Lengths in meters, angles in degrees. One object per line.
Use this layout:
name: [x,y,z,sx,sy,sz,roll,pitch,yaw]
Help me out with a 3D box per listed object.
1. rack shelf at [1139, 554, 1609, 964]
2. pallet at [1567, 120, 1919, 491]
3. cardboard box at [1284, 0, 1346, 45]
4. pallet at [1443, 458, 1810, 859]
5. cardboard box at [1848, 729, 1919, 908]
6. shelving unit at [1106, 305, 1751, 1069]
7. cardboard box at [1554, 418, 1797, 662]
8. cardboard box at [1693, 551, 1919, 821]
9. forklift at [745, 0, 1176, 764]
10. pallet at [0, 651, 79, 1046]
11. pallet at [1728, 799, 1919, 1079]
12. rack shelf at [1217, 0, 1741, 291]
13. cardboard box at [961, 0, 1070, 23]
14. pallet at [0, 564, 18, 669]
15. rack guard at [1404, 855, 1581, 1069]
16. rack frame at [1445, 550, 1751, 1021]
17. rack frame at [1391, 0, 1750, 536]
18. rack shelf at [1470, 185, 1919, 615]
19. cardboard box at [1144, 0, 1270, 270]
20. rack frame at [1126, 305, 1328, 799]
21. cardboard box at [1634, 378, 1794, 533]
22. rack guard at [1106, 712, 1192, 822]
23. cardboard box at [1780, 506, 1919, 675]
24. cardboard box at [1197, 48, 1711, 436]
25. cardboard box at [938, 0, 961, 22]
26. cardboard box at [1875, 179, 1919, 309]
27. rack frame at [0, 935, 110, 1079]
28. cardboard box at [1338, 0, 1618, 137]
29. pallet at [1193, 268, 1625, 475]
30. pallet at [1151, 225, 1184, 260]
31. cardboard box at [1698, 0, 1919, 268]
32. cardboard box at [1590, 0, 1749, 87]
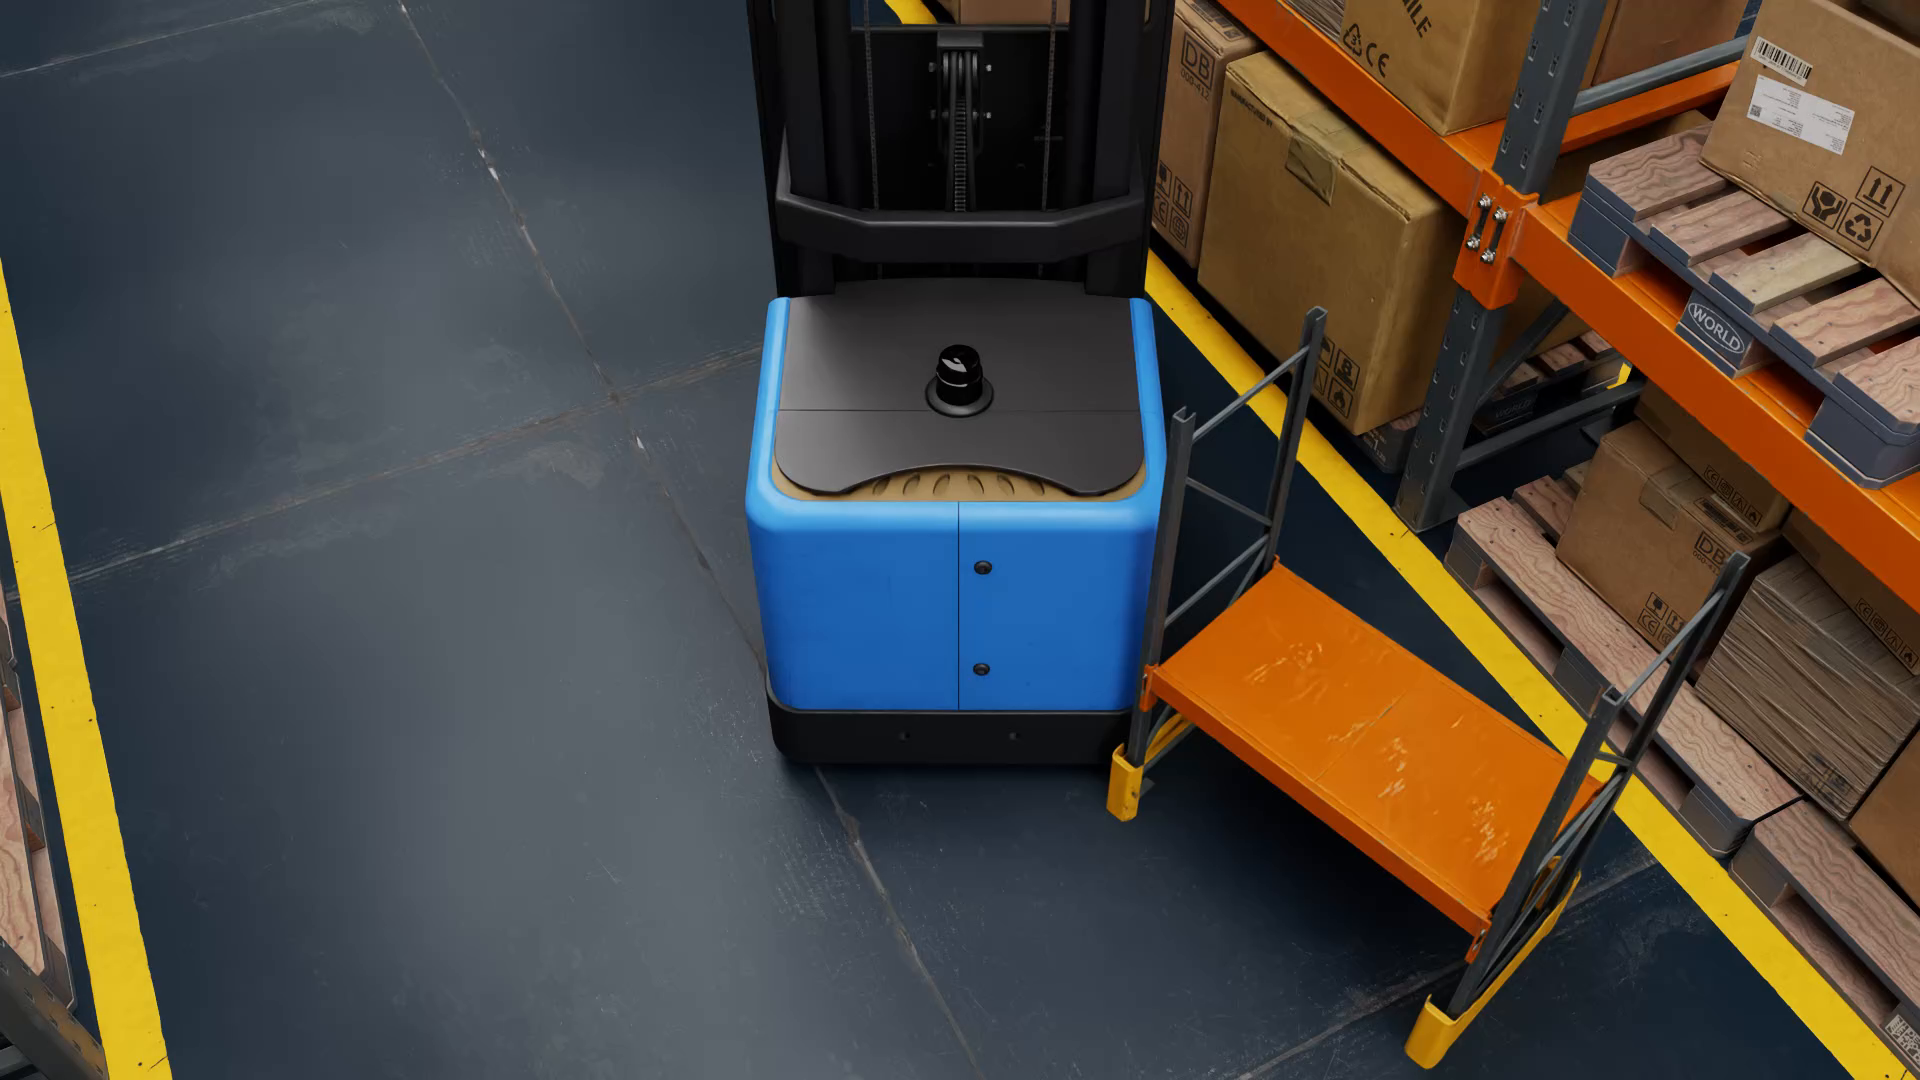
rack shelf: [0.990,0.499,4.056,0.538,0.185,1.000,-37,58,-28]
pallet: [2.277,-0.710,4.005,1.213,0.211,1.003,-21,52,-18]
cardboard box: [1.187,-1.827,4.789,0.500,0.500,0.500,-22,52,-18]
pallet: [2.212,0.228,4.910,1.003,0.211,1.213,-21,52,-18]
cardboard box: [2.711,0.650,4.057,0.700,0.500,0.500,-17,51,-15]
shelving unit: [0.984,0.376,3.925,0.587,1.500,1.083,-37,58,-28]
cardboard box: [2.180,-0.094,4.707,0.700,0.500,0.500,-24,53,-19]
cardboard box: [2.446,0.273,4.387,0.700,0.500,0.500,-25,53,-20]
forklift: [0.002,-1.437,4.559,1.130,2.935,3.031,0,49,0]
pallet: [-2.946,0.898,4.325,1.003,0.211,1.213,-21,52,-18]
pallet: [2.767,1.044,4.197,1.003,0.211,1.213,-21,52,-18]
rack shelf: [0.941,-2.315,5.760,1.077,0.370,4.000,-21,52,-18]
cardboard box: [0.746,-2.310,6.410,1.225,0.875,0.875,-23,53,-19]
pallet: [-3.500,0.082,5.038,1.003,0.211,1.213,-21,52,-18]
rack guard: [1.335,1.054,4.162,0.587,0.250,0.087,-37,58,-28]
rack frame: [1.348,0.653,3.683,0.500,1.500,0.032,-37,58,-28]
rack frame: [1.856,-1.213,4.318,1.000,3.000,0.127,-21,52,-18]
rack shelf: [2.771,0.362,3.418,1.077,0.370,4.000,-21,52,-18]
cardboard box: [1.158,-1.720,5.894,1.225,0.875,0.875,-21,52,-17]
rack frame: [0.632,0.109,4.158,0.500,1.500,0.032,-37,58,-28]
cardboard box: [2.189,-0.344,4.428,0.500,0.250,0.500,-19,52,-16]
rack guard: [0.633,0.521,4.628,0.587,0.250,0.087,-37,58,-28]
cardboard box: [2.441,0.008,4.121,0.500,0.250,0.500,-16,51,-13]
cardboard box: [1.559,-1.121,5.370,1.225,0.875,0.875,-23,53,-19]
cardboard box: [0.336,-2.908,6.933,1.225,0.875,0.875,-21,52,-17]
cardboard box: [2.483,-0.698,3.522,0.700,0.500,0.500,-14,50,-12]
rack frame: [-2.548,0.493,2.826,1.000,3.000,0.127,-21,52,-18]
cardboard box: [1.410,-1.491,4.495,0.500,0.500,0.500,-20,52,-16]
pallet: [1.562,-0.849,5.852,1.003,0.211,1.213,-21,52,-18]
pallet: [1.008,-1.664,6.565,1.003,0.211,1.213,-21,52,-18]
cardboard box: [2.139,-1.037,3.819,0.500,0.500,0.500,-27,54,-22]
cardboard box: [1.876,-1.665,4.647,0.500,0.500,0.500,-20,52,-16]
